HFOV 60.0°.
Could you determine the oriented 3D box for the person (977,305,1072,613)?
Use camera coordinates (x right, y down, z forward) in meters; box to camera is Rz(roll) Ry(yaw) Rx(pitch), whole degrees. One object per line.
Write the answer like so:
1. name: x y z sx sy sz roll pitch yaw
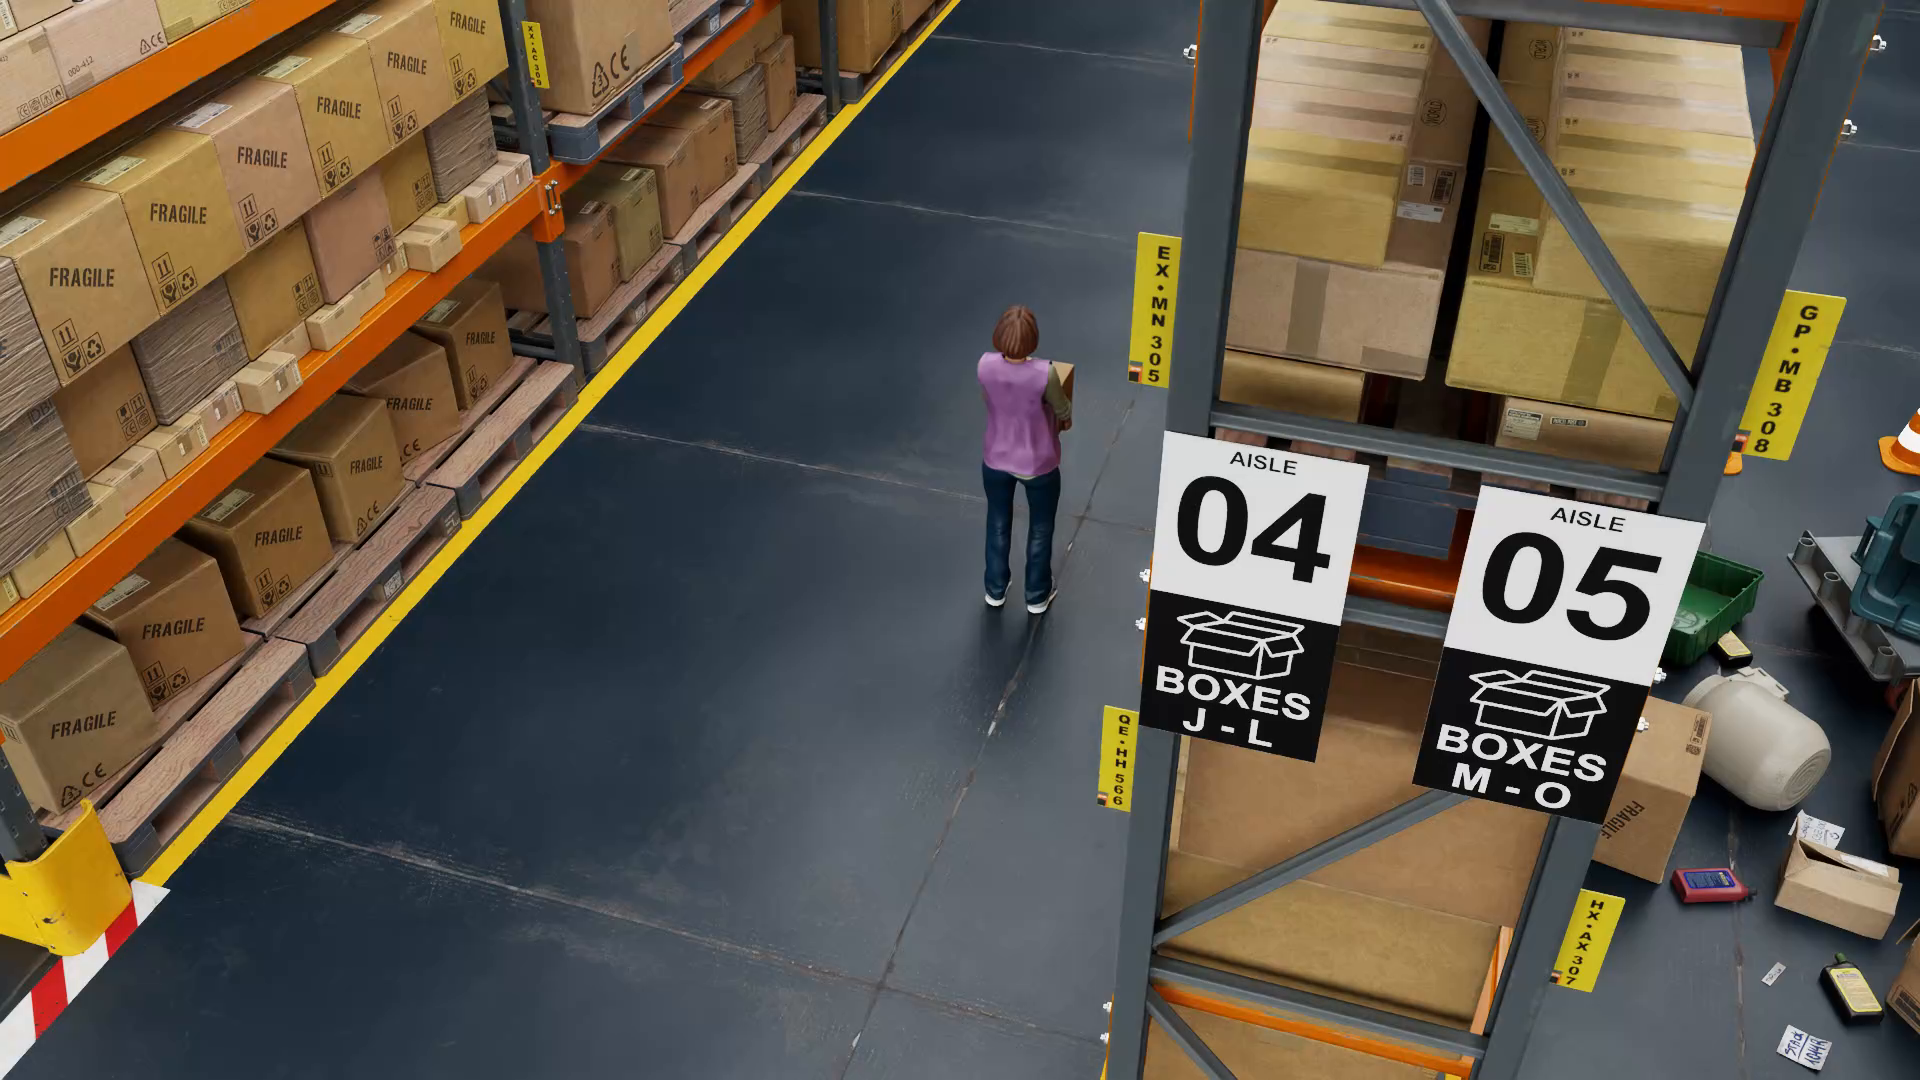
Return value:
1. person: 0.291 -0.401 7.423 0.407 1.588 0.500 11 39 14
